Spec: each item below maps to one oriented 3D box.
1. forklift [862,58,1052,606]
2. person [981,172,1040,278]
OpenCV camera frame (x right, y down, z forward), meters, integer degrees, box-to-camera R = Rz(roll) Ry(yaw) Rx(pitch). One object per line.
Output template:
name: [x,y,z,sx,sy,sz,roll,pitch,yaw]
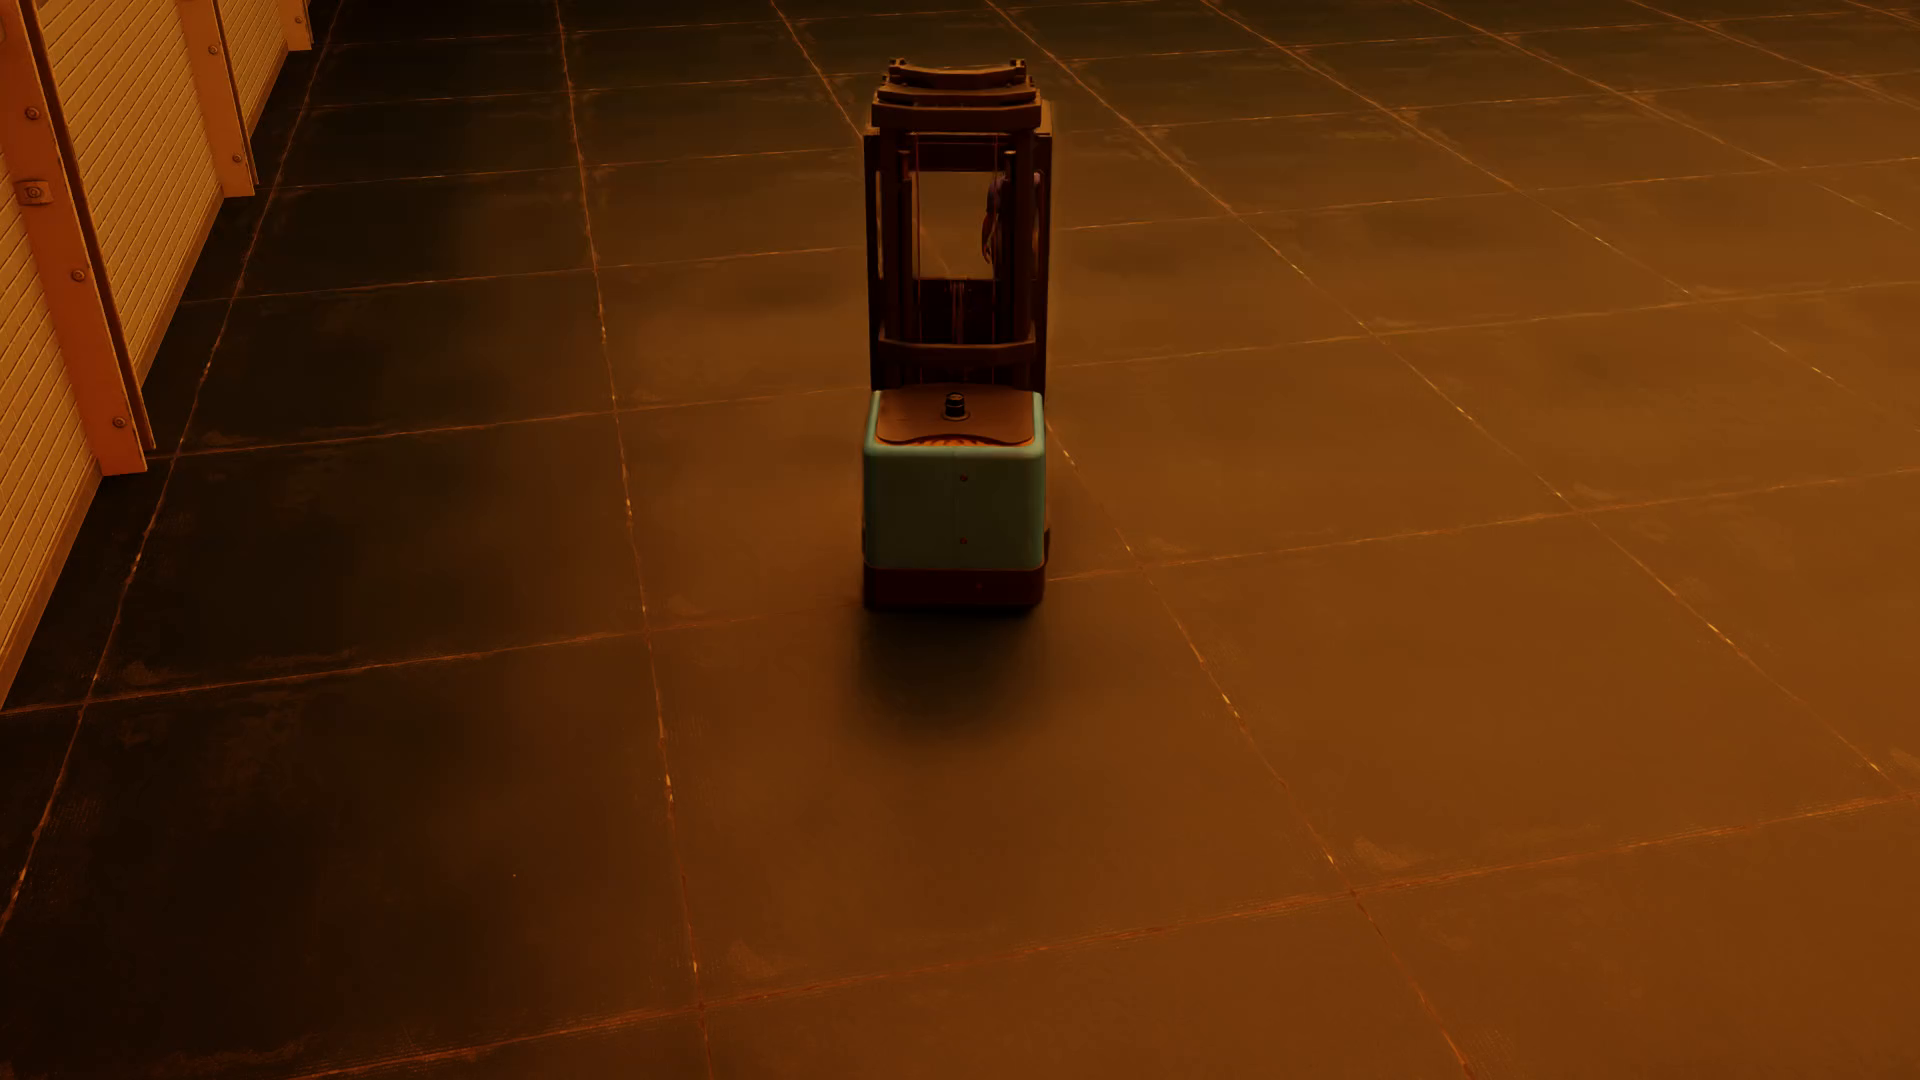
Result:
forklift: [-0.007,-1.586,10.314,1.130,2.935,3.031,1,30,1]
person: [0.412,-2.308,12.831,0.554,1.661,0.487,-7,31,-12]
